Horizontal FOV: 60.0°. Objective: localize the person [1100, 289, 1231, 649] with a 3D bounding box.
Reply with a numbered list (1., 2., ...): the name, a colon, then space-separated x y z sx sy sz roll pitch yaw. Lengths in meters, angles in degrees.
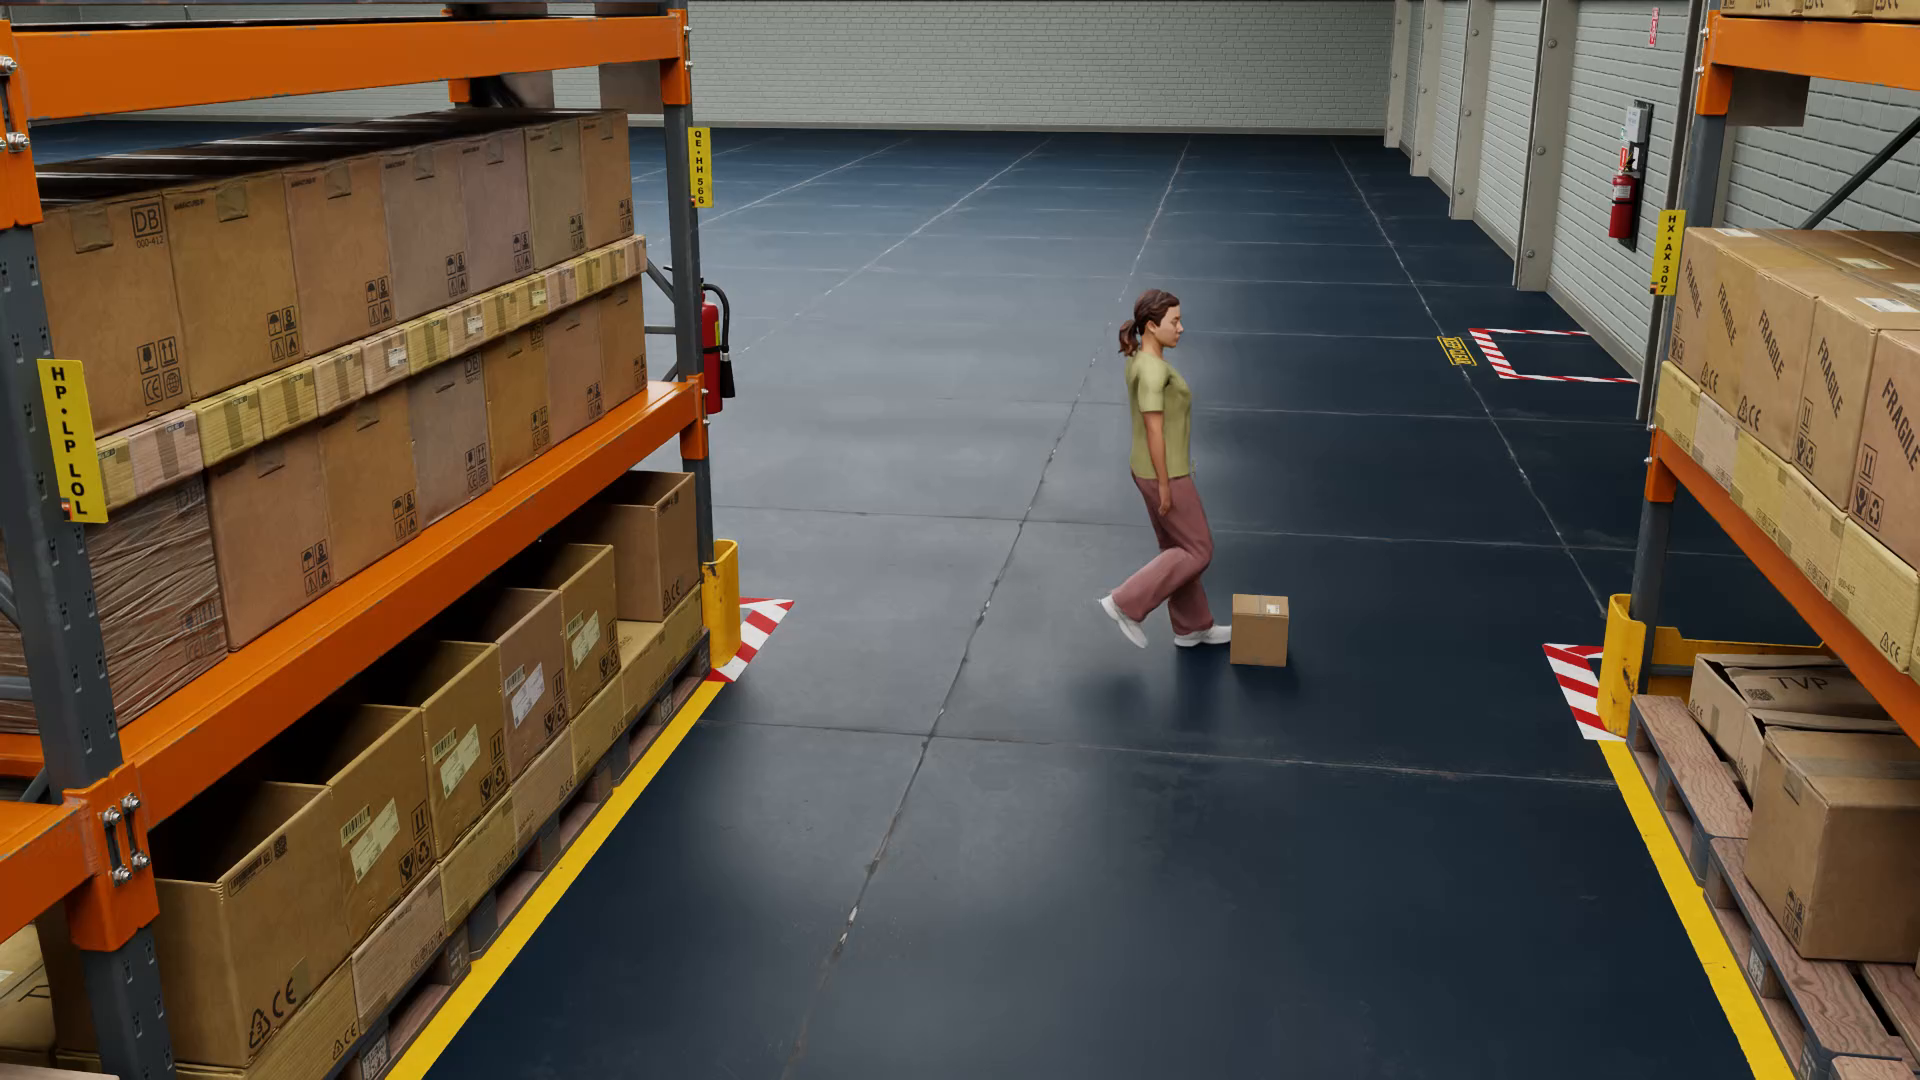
1. person: 0.967 -0.295 7.461 0.668 1.656 0.496 -1 18 -2
